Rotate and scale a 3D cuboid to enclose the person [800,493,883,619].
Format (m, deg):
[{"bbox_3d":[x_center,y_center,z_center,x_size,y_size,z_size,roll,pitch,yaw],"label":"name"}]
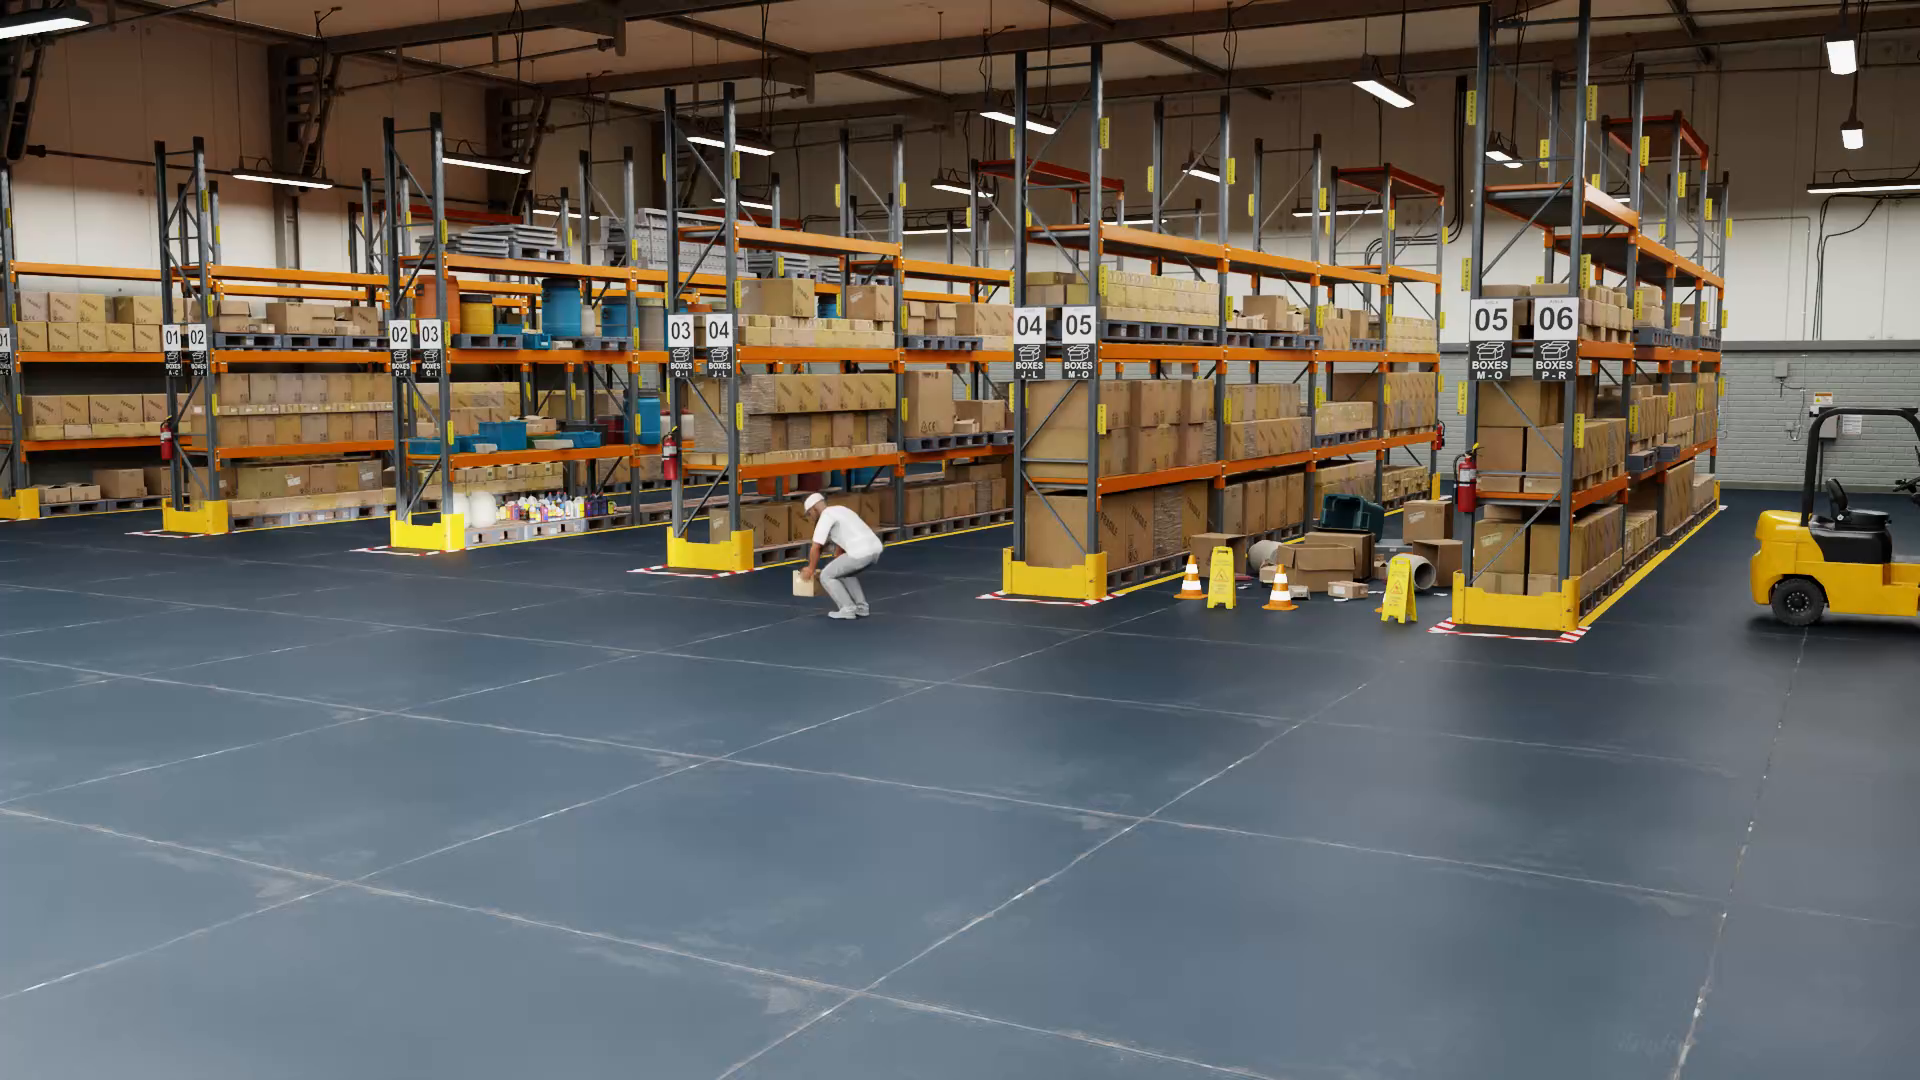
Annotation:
[{"bbox_3d":[-1.216,0.160,16.948,0.823,1.260,0.626,3,7,29],"label":"person"}]
